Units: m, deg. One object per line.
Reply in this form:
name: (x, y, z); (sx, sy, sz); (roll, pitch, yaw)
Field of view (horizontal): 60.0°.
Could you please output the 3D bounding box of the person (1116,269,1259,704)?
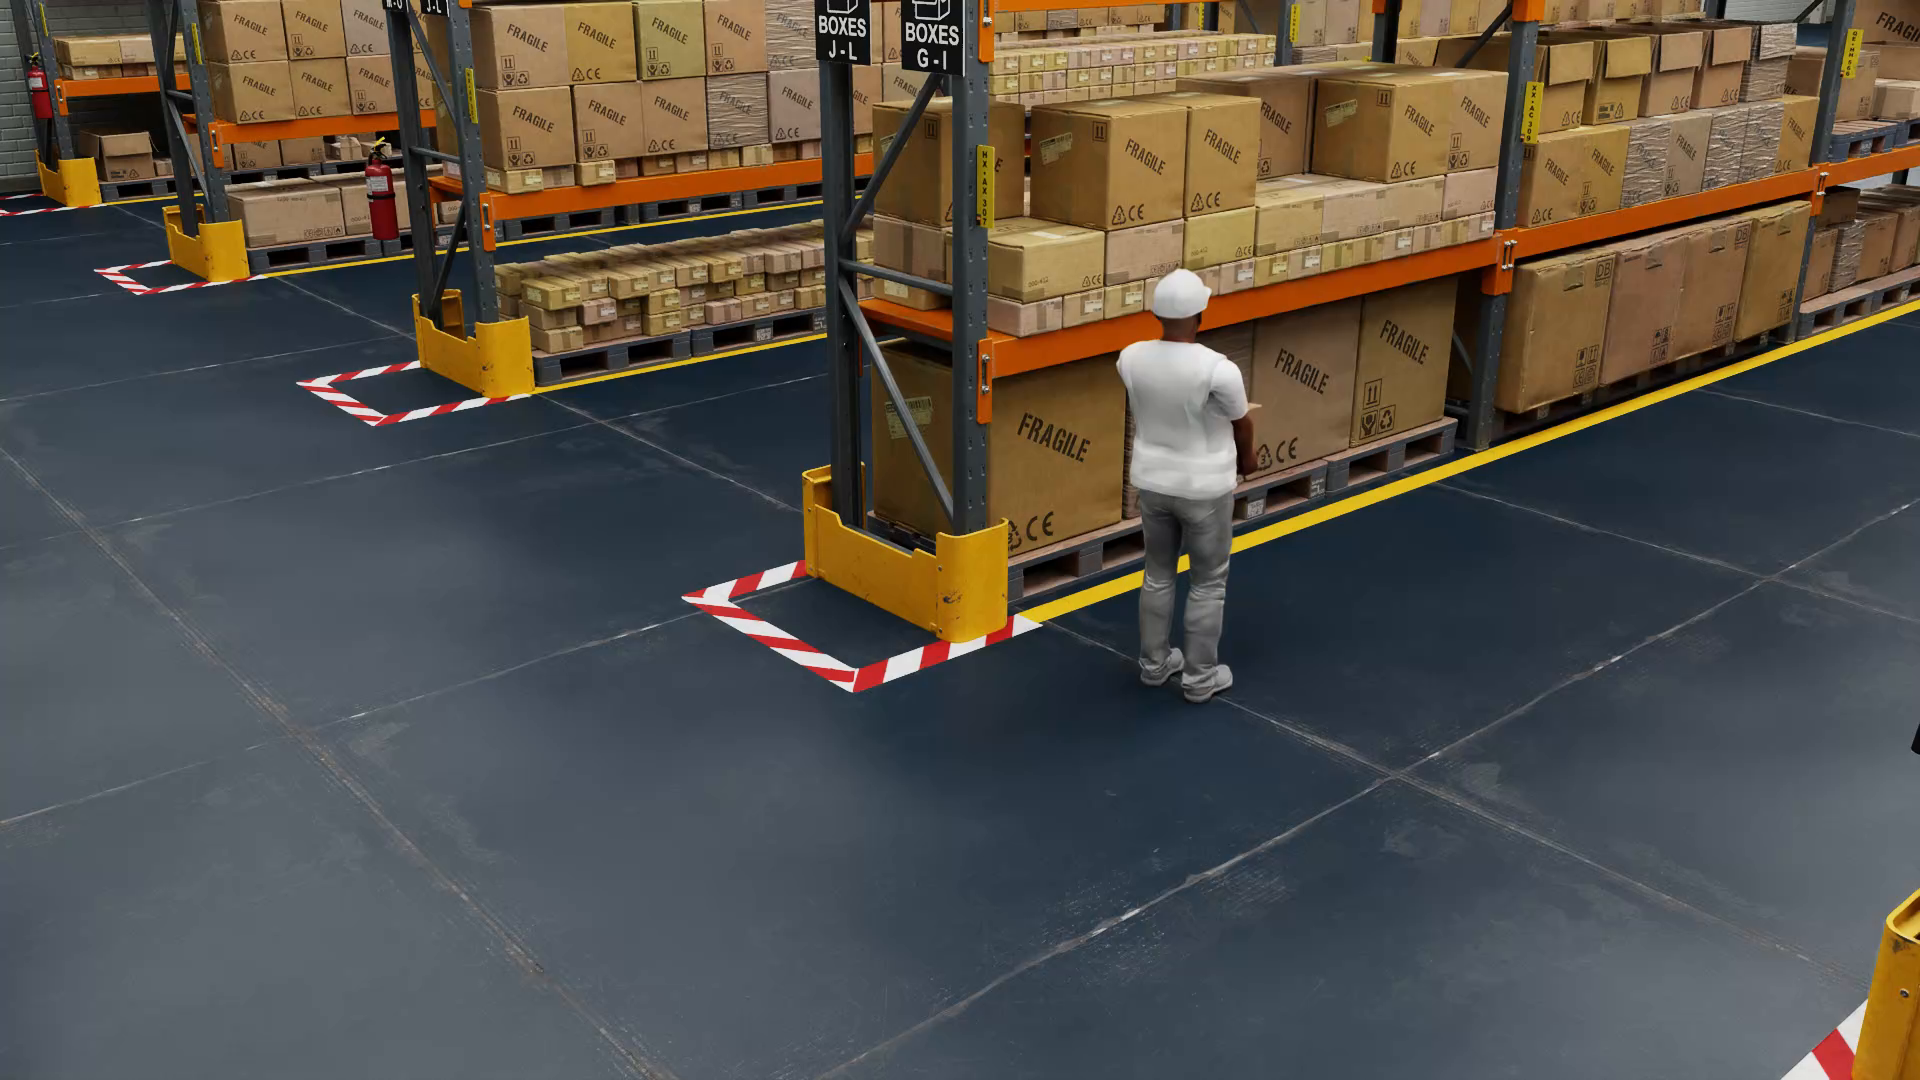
person: (0.931, -0.239, 6.684); (0.503, 1.761, 0.587); (14, 25, 32)
